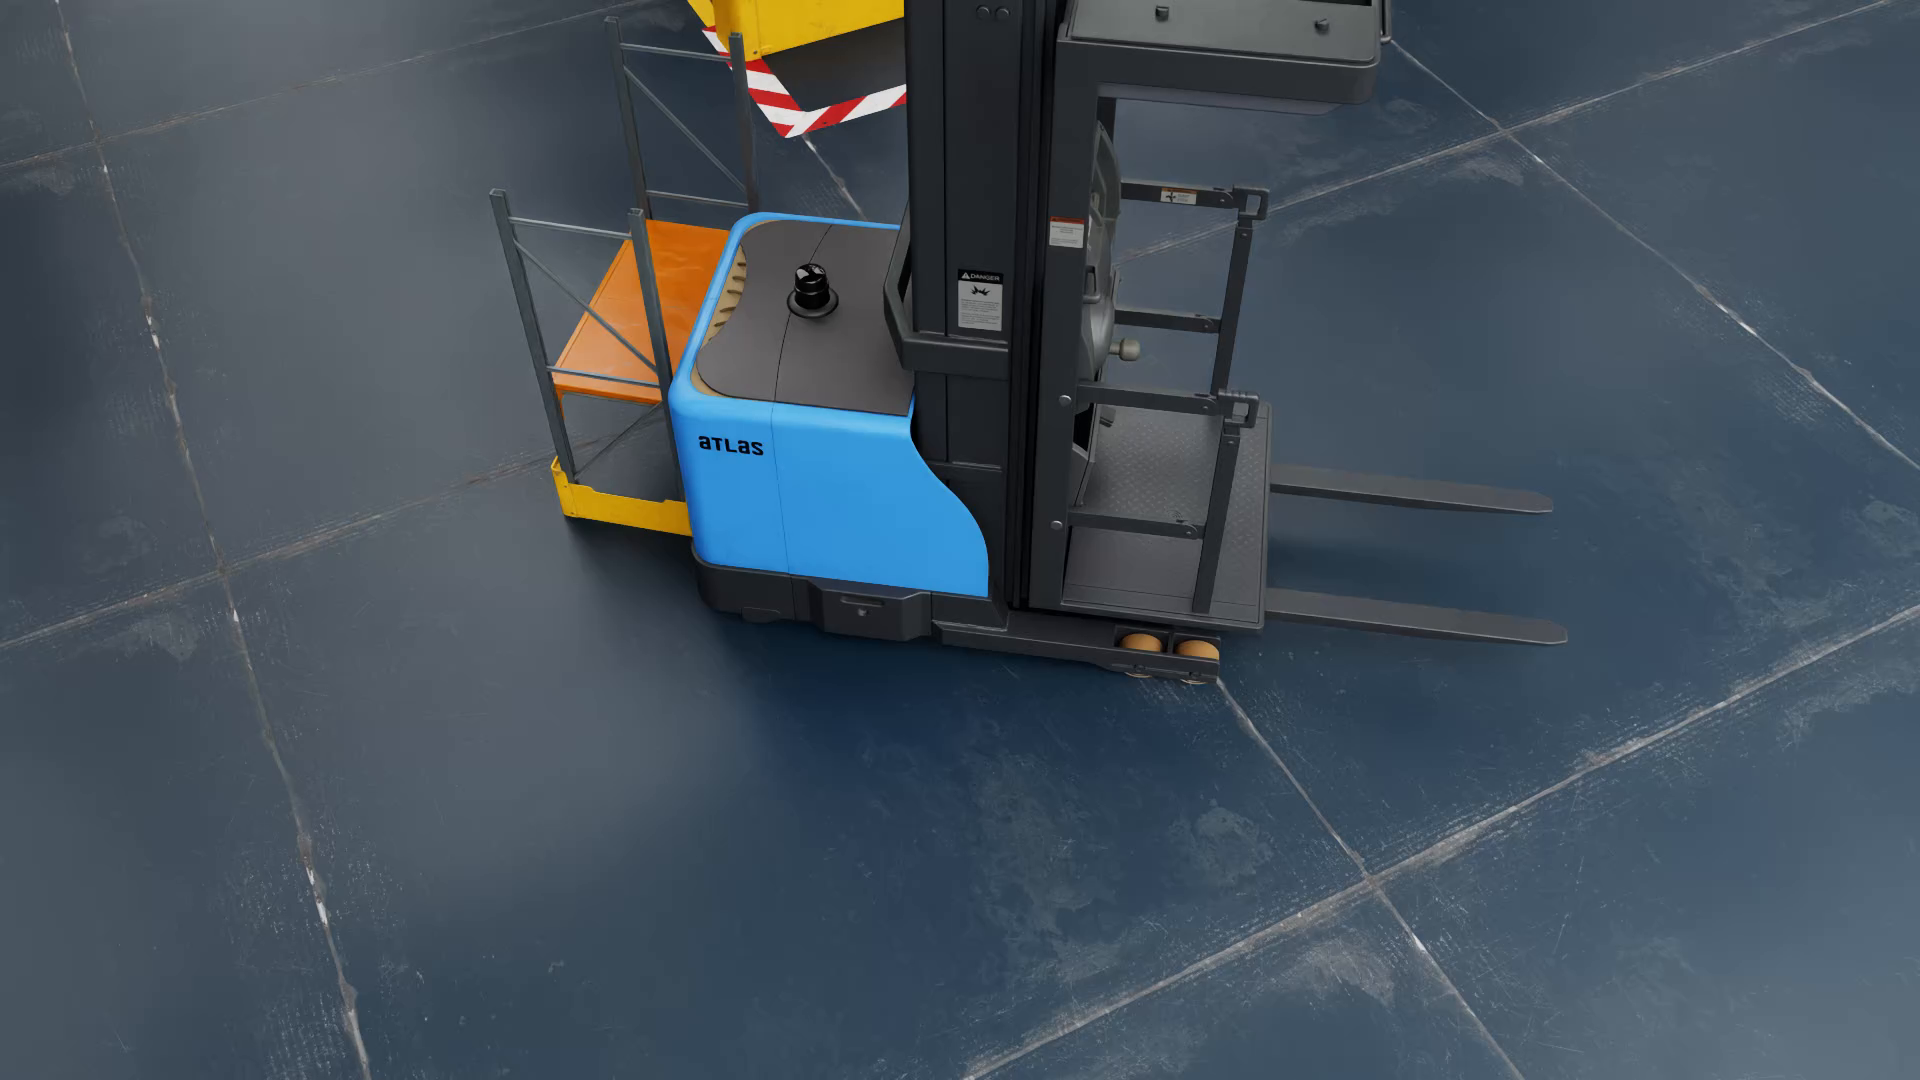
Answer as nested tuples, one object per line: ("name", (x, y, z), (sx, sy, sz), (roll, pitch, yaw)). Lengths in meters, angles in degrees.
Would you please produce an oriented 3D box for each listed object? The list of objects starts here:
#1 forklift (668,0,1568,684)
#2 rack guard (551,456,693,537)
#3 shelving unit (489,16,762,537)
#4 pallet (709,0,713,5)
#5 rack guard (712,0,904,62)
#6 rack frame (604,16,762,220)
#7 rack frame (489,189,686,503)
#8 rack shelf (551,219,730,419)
("forklift", (0.619, -0.893, 5.084), (3.031, 2.935, 1.130), (7, 49, 6))
("rack guard", (-1.223, -0.162, 6.225), (0.587, 0.250, 0.087), (9, 50, 8))
("shelving unit", (-1.115, -0.939, 6.075), (0.587, 1.500, 1.083), (9, 50, 8))
("pallet", (-1.039, -3.316, 9.010), (1.003, 0.211, 1.213), (-21, 52, -18))
("rack guard", (-0.672, -2.865, 8.424), (1.175, 0.500, 0.348), (-21, 52, -18))
("rack frame", (-1.007, -1.306, 6.396), (0.500, 1.500, 0.032), (9, 50, 8))
("rack frame", (-1.227, -0.559, 5.742), (0.500, 1.500, 0.032), (9, 50, 8))
("rack shelf", (-1.117, -0.814, 6.205), (0.538, 0.185, 1.000), (9, 50, 8))
